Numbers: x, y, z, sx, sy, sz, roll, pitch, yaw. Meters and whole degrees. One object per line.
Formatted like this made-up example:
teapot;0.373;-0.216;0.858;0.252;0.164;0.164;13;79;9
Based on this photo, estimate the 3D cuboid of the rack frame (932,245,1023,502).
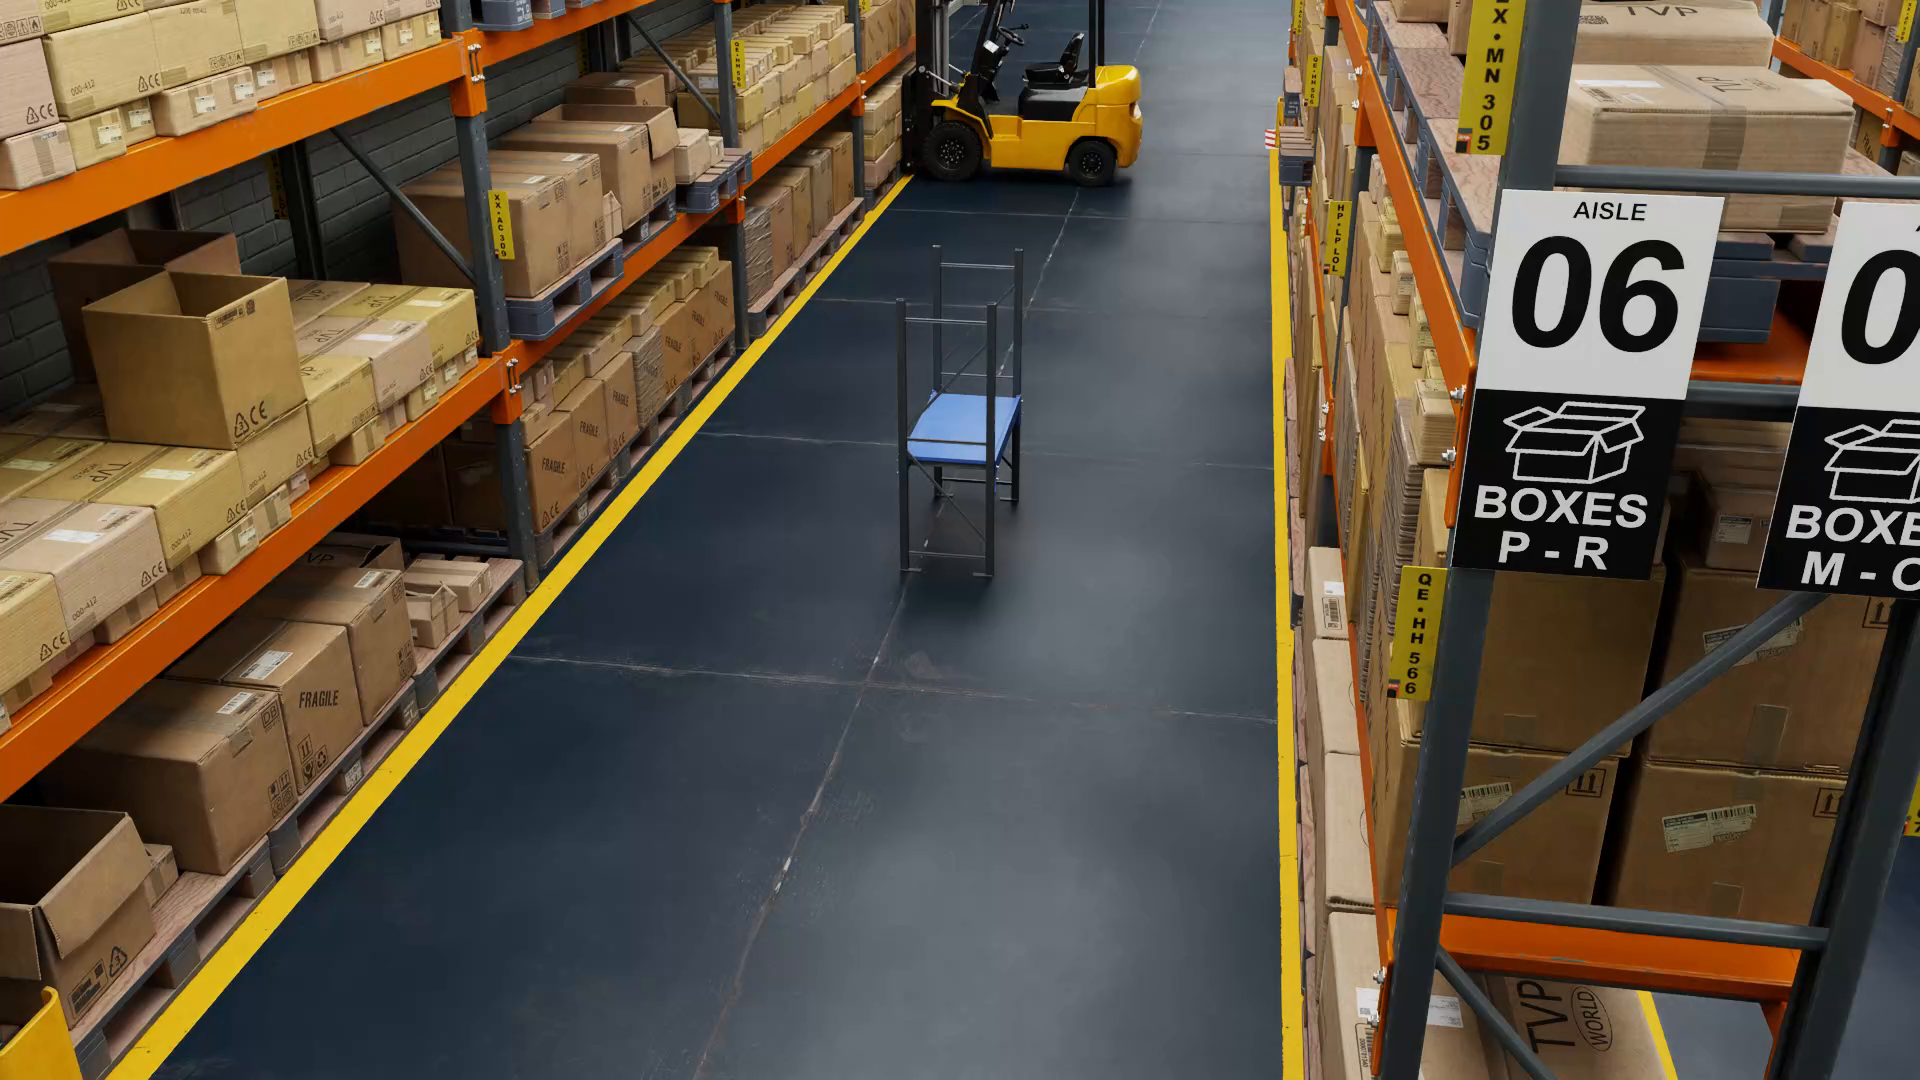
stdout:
rack frame;0.097;-0.928;9.462;0.500;1.500;0.032;4;25;9

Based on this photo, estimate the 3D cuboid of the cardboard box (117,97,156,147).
cardboard box;-2.852;-1.355;5.365;0.380;0.149;0.250;4;25;8

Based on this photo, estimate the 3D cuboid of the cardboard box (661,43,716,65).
cardboard box;-2.080;-3.728;12.794;0.380;0.149;0.250;4;25;8

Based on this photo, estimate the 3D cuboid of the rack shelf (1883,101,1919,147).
rack shelf;8.066;-2.674;12.274;1.077;0.370;4.000;4;25;9

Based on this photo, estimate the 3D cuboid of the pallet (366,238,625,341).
pallet;-2.474;-1.373;8.872;1.003;0.211;1.213;4;25;9

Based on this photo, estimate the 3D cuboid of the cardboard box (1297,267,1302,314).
cardboard box;2.941;-1.700;11.948;0.950;0.372;0.625;2;25;5

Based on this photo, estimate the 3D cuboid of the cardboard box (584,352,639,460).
cardboard box;-2.248;-0.810;9.896;0.500;0.500;0.500;3;25;7

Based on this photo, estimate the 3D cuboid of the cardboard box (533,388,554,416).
cardboard box;-2.423;-0.738;8.977;0.380;0.149;0.250;3;25;7

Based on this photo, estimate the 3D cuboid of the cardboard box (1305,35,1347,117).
cardboard box;2.712;-3.261;11.714;0.500;0.500;0.500;4;25;8

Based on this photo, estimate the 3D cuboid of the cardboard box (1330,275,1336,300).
cardboard box;2.092;-1.361;8.206;0.500;0.250;0.500;5;25;10

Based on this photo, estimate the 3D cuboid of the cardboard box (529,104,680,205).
cardboard box;-2.143;-2.348;10.111;0.797;0.503;0.637;3;25;7

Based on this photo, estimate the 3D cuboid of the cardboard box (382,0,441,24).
cardboard box;-2.544;-2.340;6.998;0.500;0.250;0.500;4;25;9

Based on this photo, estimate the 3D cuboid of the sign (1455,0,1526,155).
sign;0.998;-0.886;3.114;0.100;0.325;0.005;4;25;9

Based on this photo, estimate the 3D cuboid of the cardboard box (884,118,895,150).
cardboard box;-0.941;-4.043;16.507;0.500;0.250;0.500;4;25;8

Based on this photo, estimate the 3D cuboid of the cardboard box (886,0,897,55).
cardboard box;-0.925;-5.123;16.539;0.500;0.500;0.500;4;25;8

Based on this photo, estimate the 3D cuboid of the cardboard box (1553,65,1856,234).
cardboard box;1.516;-0.839;3.529;0.500;0.250;0.500;2;25;4

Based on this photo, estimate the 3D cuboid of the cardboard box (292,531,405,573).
cardboard box;-3.054;0.154;8.059;0.500;0.311;0.500;5;26;10

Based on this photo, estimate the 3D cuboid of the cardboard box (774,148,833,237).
cardboard box;-1.614;-3.051;14.536;0.875;0.625;0.625;4;25;8

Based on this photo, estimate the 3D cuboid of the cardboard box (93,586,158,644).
cardboard box;-2.936;0.211;5.557;0.380;0.149;0.250;5;26;10

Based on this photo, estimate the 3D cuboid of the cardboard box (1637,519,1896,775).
cardboard box;1.891;0.202;3.982;0.500;0.500;0.500;3;25;7

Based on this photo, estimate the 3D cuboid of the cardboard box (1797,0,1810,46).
cardboard box;8.962;-5.188;16.618;0.875;0.550;0.550;4;25;9

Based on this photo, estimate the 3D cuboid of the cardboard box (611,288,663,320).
cardboard box;-2.118;-1.499;10.603;0.380;0.149;0.250;4;25;8

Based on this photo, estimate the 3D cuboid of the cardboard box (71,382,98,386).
cardboard box;-3.221;-0.586;6.790;0.500;0.250;0.500;5;25;10

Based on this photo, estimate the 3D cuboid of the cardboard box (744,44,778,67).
cardboard box;-1.615;-3.697;12.727;0.380;0.149;0.250;4;25;9

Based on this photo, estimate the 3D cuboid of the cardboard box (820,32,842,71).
cardboard box;-1.310;-4.199;14.270;0.500;0.250;0.500;3;25;7

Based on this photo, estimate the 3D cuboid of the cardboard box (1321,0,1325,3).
cardboard box;2.991;-4.168;12.886;0.380;0.149;0.250;5;26;11

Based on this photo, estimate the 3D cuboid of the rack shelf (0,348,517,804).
rack shelf;-3.039;0.029;6.499;1.077;0.370;4.000;4;25;9

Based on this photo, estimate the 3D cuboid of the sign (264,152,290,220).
sign;-3.261;-1.695;7.967;0.100;0.325;0.005;4;25;9

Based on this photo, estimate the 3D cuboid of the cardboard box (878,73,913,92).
cardboard box;-0.760;-4.699;17.319;0.500;0.250;0.500;4;25;7

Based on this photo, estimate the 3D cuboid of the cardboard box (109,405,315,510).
cardboard box;-2.802;-0.337;6.258;0.500;0.250;0.500;3;25;7

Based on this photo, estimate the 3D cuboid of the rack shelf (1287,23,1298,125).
rack shelf;3.819;-4.648;16.490;1.077;0.370;4.000;4;25;9

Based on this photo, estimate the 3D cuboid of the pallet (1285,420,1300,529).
pallet;2.434;-0.368;9.787;1.003;0.211;1.213;4;25;9

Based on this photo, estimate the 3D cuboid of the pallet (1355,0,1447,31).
pallet;2.286;-2.450;7.634;0.805;0.209;1.217;3;25;6

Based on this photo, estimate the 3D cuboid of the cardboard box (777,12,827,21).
cardboard box;-1.358;-4.453;14.341;0.380;0.149;0.250;4;25;8

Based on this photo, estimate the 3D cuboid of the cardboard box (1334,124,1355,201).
cardboard box;2.088;-1.711;8.069;0.500;0.500;0.500;5;25;10

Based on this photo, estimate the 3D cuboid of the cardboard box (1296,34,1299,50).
cardboard box;3.477;-4.953;15.825;0.500;0.500;0.500;5;25;10

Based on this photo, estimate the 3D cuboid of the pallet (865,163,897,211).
pallet;-1.234;-3.546;16.577;1.003;0.211;1.213;4;25;9

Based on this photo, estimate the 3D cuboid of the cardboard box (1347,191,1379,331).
cardboard box;1.868;-1.107;6.780;0.500;0.500;0.500;4;25;9

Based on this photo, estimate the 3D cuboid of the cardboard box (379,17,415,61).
cardboard box;-2.523;-2.105;6.968;0.380;0.149;0.250;4;25;8

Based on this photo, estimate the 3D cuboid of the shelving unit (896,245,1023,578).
shelving unit;0.014;-0.715;9.008;0.538;1.500;1.048;4;25;9

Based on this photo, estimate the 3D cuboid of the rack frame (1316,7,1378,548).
rack frame;2.185;-0.791;7.402;1.000;3.000;0.127;4;25;9

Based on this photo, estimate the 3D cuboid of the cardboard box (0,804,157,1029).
cardboard box;-3.173;1.230;5.532;0.797;0.503;0.637;3;25;6

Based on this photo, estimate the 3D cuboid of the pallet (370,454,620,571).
pallet;-2.617;-0.214;9.457;1.003;0.211;1.213;4;25;9

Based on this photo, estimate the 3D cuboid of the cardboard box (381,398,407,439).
cardboard box;-2.625;-0.540;7.163;0.380;0.149;0.250;5;25;10

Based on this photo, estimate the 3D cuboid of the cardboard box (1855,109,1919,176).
cardboard box;8.564;-3.323;14.821;0.875;0.875;0.875;4;25;9

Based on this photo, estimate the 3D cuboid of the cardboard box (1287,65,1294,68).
cardboard box;3.738;-4.767;17.758;0.500;0.500;0.500;3;25;7

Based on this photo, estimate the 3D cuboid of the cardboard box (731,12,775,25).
cardboard box;-1.811;-4.474;14.386;0.380;0.149;0.250;4;25;8

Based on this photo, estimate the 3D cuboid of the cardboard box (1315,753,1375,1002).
cardboard box;1.682;1.185;5.706;0.875;0.438;0.875;5;25;10

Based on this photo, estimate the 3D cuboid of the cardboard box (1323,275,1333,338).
cardboard box;2.094;-1.141;8.327;0.500;0.250;0.500;4;25;8

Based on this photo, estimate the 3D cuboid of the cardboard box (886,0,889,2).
cardboard box;-0.880;-5.361;16.281;0.380;0.149;0.250;4;25;8

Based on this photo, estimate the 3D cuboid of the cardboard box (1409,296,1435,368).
cardboard box;1.547;-0.612;4.956;0.380;0.149;0.250;5;25;10

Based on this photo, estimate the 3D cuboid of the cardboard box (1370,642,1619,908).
cardboard box;1.349;0.616;4.277;0.500;0.500;0.500;4;25;9

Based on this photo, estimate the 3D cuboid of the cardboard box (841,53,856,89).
cardboard box;-1.229;-4.183;14.825;0.500;0.250;0.500;5;25;10
